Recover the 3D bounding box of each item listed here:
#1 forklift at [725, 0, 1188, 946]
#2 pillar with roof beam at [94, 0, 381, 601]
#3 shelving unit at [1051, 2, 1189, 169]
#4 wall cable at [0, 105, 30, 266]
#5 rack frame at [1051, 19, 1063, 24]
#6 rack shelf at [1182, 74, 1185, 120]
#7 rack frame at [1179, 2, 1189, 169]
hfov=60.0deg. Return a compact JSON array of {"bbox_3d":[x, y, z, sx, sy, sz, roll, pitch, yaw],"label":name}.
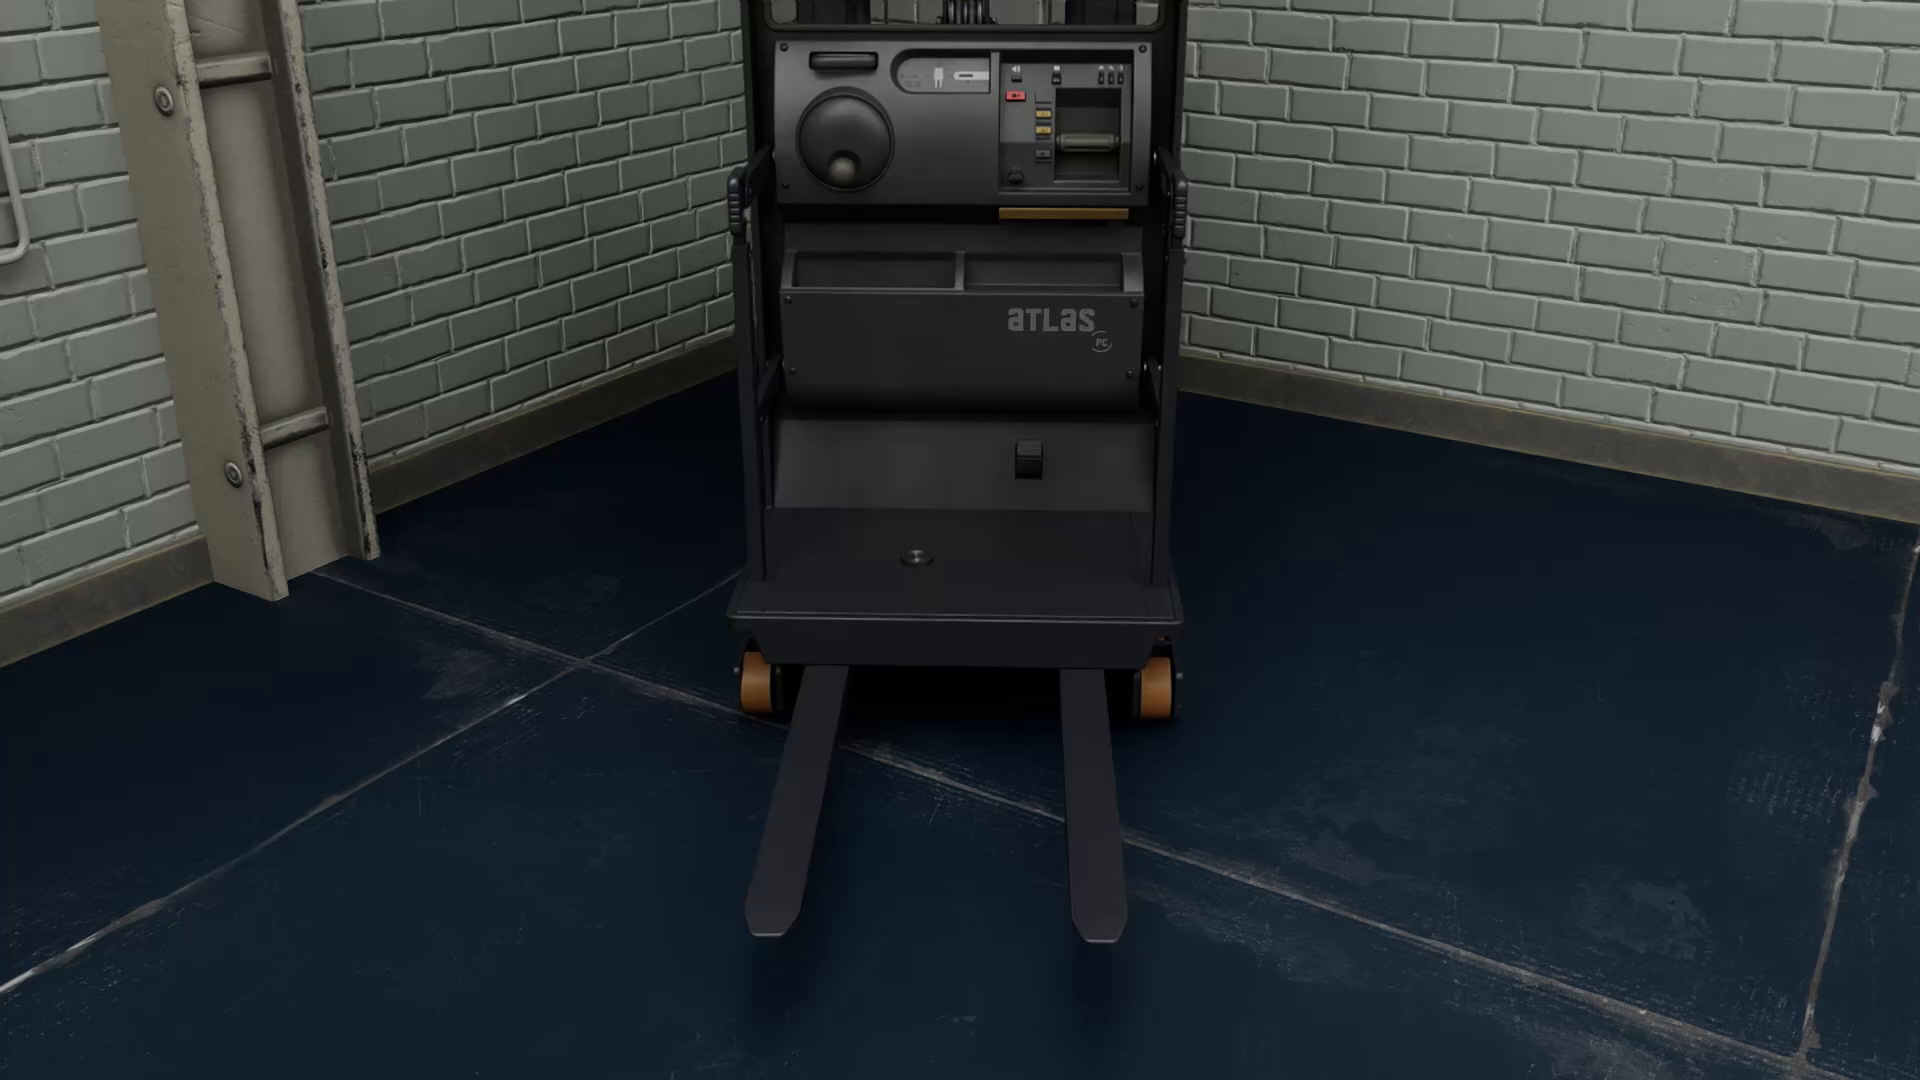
[{"bbox_3d":[0.001,-1.017,3.911,1.130,2.935,3.031,1,23,2],"label":"forklift"},{"bbox_3d":[1.636,-3.147,1.193,9.100,9.000,0.400,14,27,29],"label":"pillar with roof beam"},{"bbox_3d":[0.407,-1.134,5.982,0.431,1.500,0.755,18,30,36],"label":"shelving unit"},{"bbox_3d":[-2.839,-1.301,3.200,0.084,1.984,1.851,14,27,29],"label":"wall cable"},{"bbox_3d":[0.171,-1.023,5.725,0.400,1.500,0.023,18,30,36],"label":"rack frame"},{"bbox_3d":[0.407,-1.492,5.827,0.431,0.370,0.720,18,30,36],"label":"rack shelf"},{"bbox_3d":[0.642,-1.245,6.239,0.400,1.500,0.023,18,30,36],"label":"rack frame"}]
